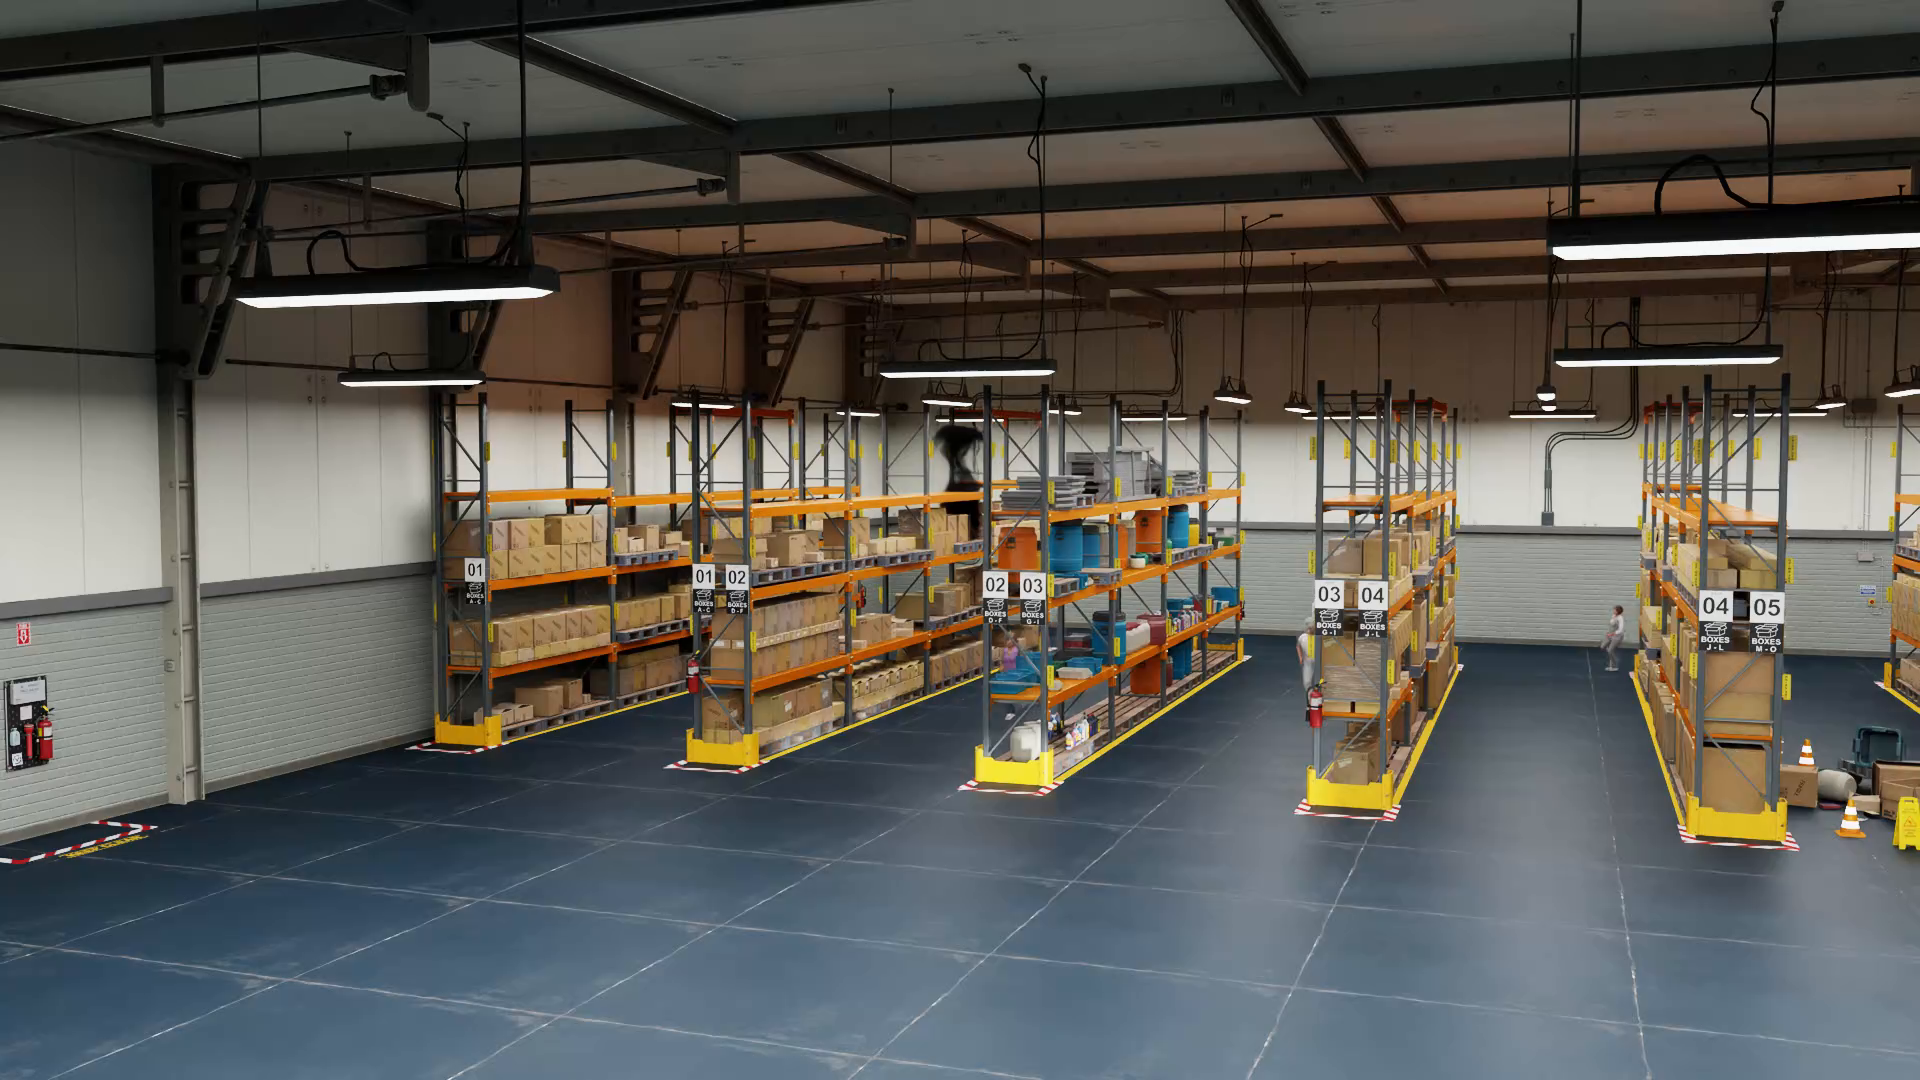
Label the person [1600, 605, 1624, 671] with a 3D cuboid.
[{"bbox_3d":[14.826,2.226,37.739,0.507,1.526,0.560,0,3,-8],"label":"person"}]

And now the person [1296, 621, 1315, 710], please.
[{"bbox_3d":[6.869,2.437,32.349,0.663,1.776,0.991,1,3,19],"label":"person"}]

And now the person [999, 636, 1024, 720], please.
[{"bbox_3d":[0.988,2.576,31.305,0.564,1.560,0.599,1,3,21],"label":"person"}]
